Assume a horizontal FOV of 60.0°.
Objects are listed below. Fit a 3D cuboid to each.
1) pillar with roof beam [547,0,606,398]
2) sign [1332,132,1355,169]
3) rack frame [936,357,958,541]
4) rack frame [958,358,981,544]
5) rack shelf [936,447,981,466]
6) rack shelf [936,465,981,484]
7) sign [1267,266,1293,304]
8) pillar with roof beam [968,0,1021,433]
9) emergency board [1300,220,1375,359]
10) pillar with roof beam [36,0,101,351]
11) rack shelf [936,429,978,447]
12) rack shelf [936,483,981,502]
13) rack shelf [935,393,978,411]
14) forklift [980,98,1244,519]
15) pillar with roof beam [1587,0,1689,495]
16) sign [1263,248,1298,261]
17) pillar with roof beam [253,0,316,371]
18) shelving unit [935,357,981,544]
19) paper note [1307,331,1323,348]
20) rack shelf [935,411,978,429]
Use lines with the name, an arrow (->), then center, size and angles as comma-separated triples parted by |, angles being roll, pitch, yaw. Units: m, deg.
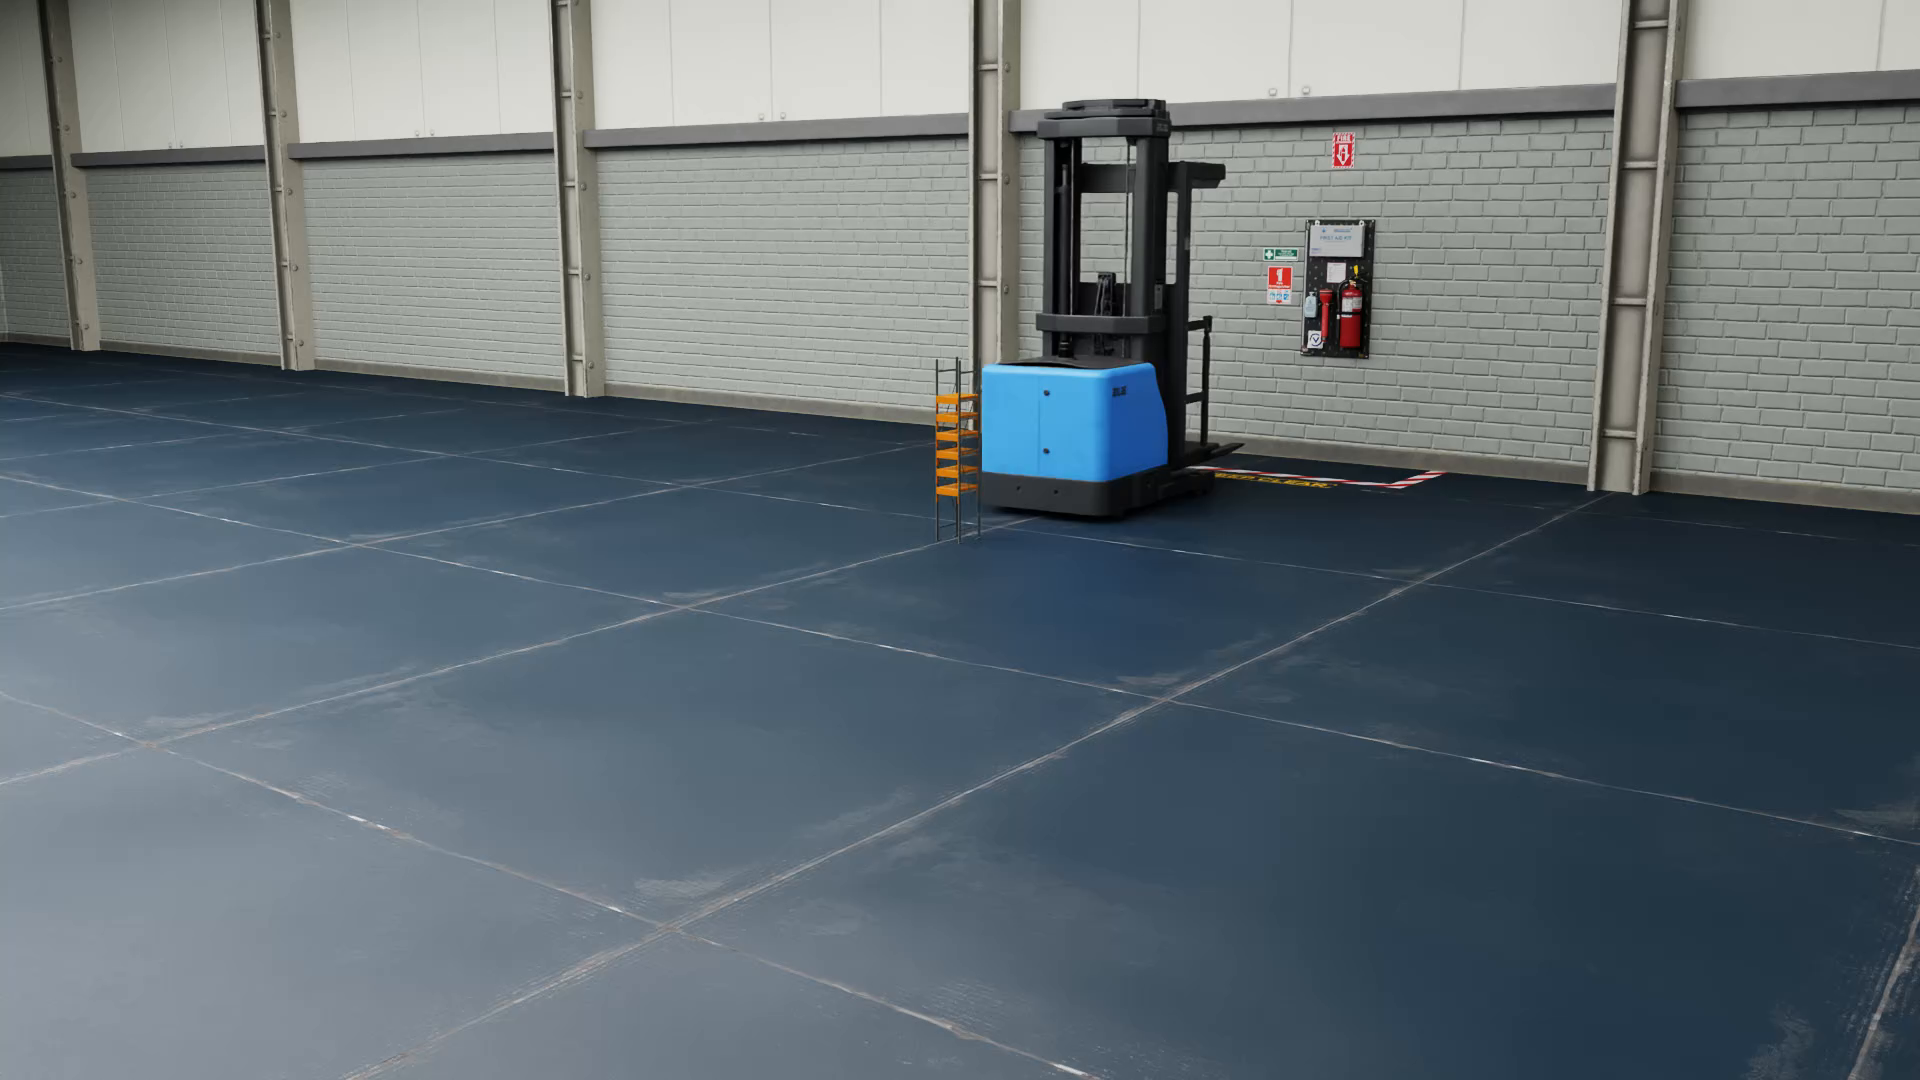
pillar with roof beam -> -7.054, -5.499, 15.762 | 0.400, 9.000, 9.100 | 8, 13, 36
sign -> 3.249, -3.302, 14.095 | 0.199, 0.298, 0.001 | 8, 13, 36
rack frame -> -0.085, -0.601, 10.977 | 0.006, 1.200, 0.240 | 8, 13, 36
rack frame -> 0.062, -0.580, 10.871 | 0.006, 1.200, 0.240 | 8, 13, 36
rack shelf -> -0.012, -0.547, 10.933 | 0.180, 0.103, 0.258 | 8, 13, 36
rack shelf -> -0.012, -0.429, 10.955 | 0.180, 0.103, 0.258 | 8, 13, 36
sign -> 2.812, -2.243, 14.631 | 0.234, 0.329, 0.001 | 8, 13, 36
pillar with roof beam -> -2.218, -4.824, 12.276 | 0.400, 9.000, 9.100 | 8, 13, 36
emergency board -> 3.197, -2.147, 14.232 | 0.643, 1.169, 0.194 | 8, 13, 36
pillar with roof beam -> -16.726, -6.848, 22.736 | 0.400, 9.000, 9.100 | 8, 13, 36
rack shelf -> -0.012, -0.665, 10.910 | 0.180, 0.103, 0.258 | 8, 13, 36
rack shelf -> -0.012, -0.311, 10.978 | 0.180, 0.103, 0.258 | 8, 13, 36
rack shelf -> -0.012, -0.901, 10.864 | 0.180, 0.103, 0.258 | 8, 13, 36
forklift -> 1.334, -1.823, 12.737 | 1.130, 2.935, 3.031 | 7, 13, 31
pillar with roof beam -> 2.618, -4.150, 8.789 | 0.400, 9.000, 9.100 | 8, 13, 36
sign -> 2.811, -2.501, 14.571 | 0.331, 0.109, 0.001 | 8, 13, 36
pillar with roof beam -> -11.890, -6.174, 19.249 | 0.400, 9.000, 9.100 | 8, 13, 36
shelving unit -> -0.012, -0.591, 10.924 | 0.189, 1.200, 0.258 | 8, 13, 36
paper note -> 3.095, -1.745, 14.473 | 0.142, 0.148, 0.016 | 8, 13, 36
rack shelf -> -0.012, -0.783, 10.887 | 0.180, 0.103, 0.258 | 8, 13, 36
